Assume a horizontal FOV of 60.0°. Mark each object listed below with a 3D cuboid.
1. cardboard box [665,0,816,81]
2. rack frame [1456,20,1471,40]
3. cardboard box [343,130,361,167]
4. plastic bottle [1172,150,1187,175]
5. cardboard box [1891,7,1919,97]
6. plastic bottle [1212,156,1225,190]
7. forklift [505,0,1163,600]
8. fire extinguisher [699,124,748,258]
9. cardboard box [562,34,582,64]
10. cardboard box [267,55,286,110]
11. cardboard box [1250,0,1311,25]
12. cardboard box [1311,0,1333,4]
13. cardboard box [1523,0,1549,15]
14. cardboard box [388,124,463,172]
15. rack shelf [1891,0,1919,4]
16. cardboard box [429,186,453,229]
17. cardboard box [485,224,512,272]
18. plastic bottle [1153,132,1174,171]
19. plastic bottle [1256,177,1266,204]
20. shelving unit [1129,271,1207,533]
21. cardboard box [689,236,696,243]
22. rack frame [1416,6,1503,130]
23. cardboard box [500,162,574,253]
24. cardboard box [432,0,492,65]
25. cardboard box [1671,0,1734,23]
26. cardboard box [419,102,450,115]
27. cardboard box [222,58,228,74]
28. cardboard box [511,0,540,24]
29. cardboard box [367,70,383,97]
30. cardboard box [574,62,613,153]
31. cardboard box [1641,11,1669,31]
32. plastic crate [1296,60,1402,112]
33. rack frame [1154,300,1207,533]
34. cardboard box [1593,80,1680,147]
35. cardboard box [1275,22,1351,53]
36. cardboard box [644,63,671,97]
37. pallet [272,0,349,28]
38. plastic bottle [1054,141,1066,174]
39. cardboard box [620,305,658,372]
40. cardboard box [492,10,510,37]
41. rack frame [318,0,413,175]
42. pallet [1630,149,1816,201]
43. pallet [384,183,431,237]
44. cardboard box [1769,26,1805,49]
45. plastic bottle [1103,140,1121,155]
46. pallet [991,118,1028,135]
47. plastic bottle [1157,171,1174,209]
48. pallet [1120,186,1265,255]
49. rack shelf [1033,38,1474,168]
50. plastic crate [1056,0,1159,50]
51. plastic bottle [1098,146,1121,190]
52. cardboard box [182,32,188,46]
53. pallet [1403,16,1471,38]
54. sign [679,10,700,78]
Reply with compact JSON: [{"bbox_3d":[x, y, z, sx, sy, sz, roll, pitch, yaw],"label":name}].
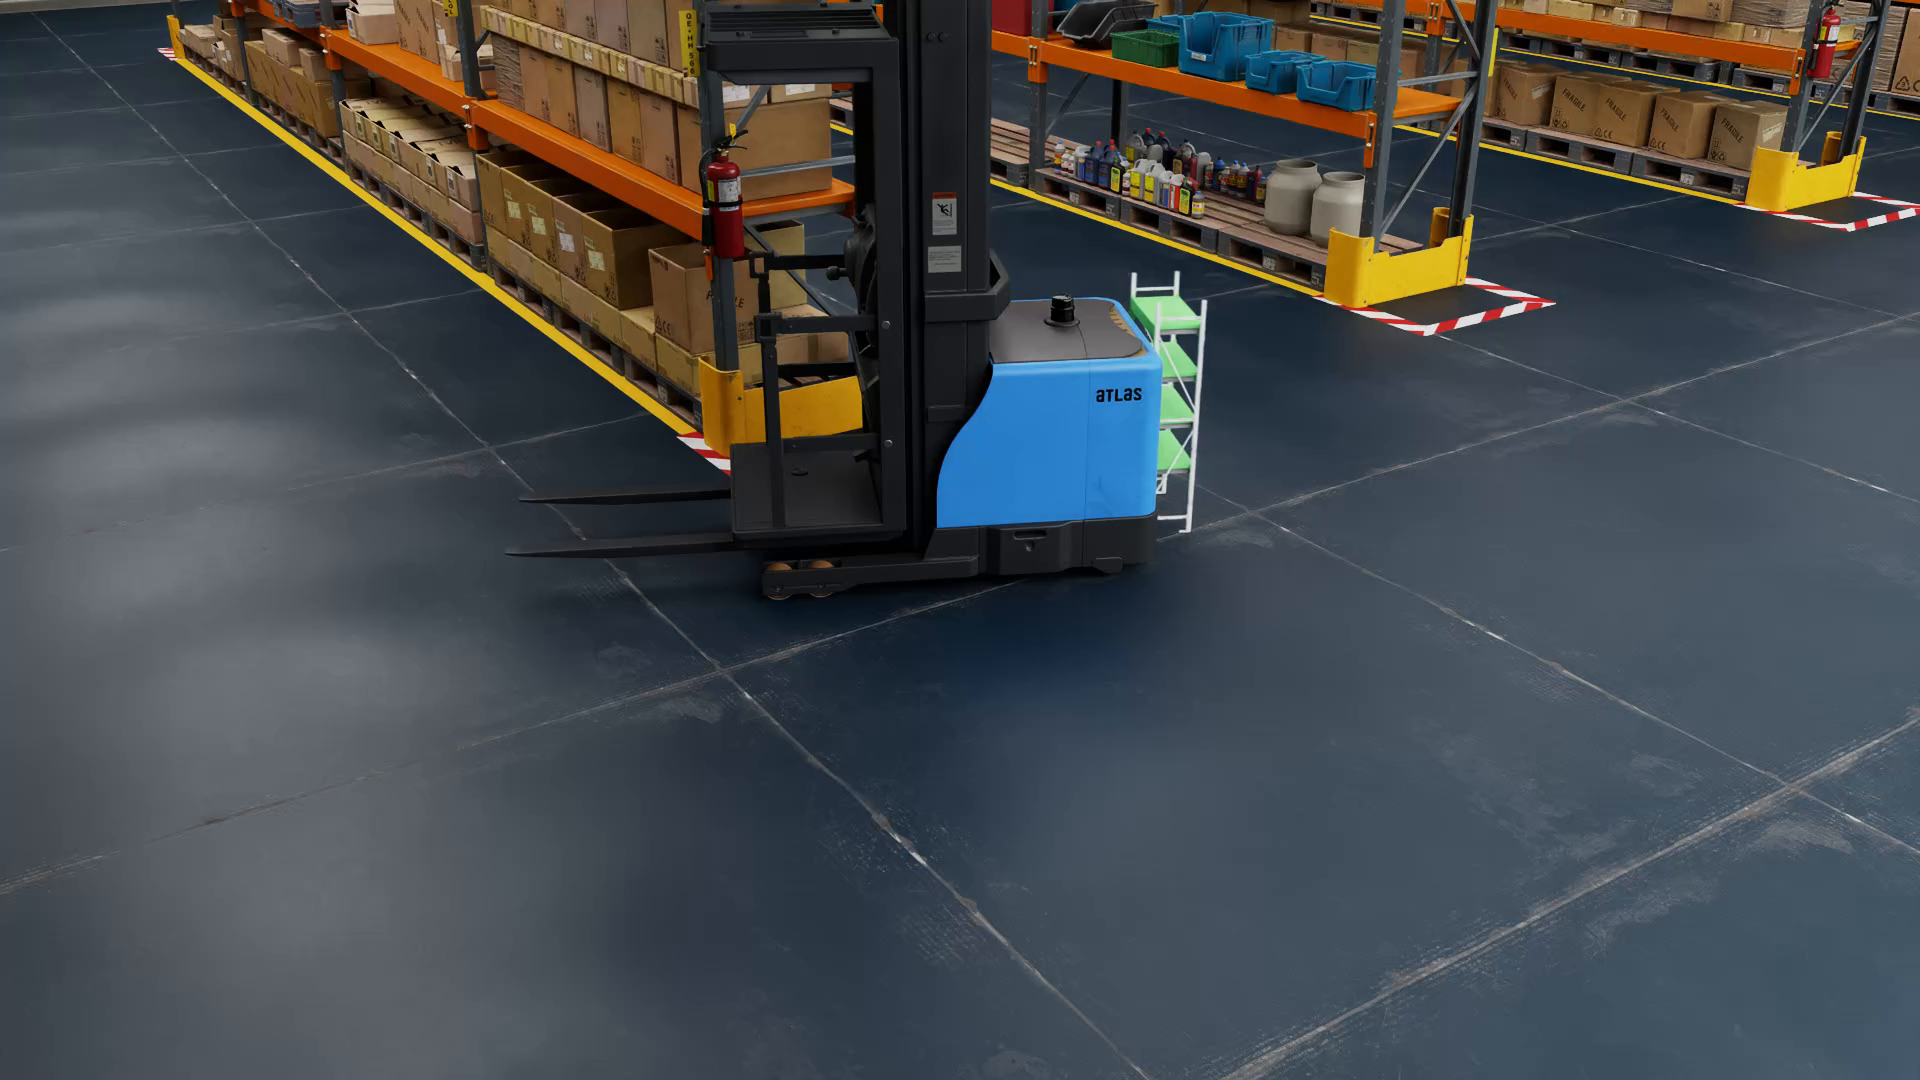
[{"bbox_3d":[-1.177,-2.827,9.087,0.700,0.500,0.500,-15,29,-29],"label":"cardboard box"},{"bbox_3d":[7.241,-8.294,22.306,1.000,3.000,0.127,-16,29,-30],"label":"rack frame"},{"bbox_3d":[-5.232,-3.558,15.002,0.500,0.250,0.500,-16,29,-30],"label":"cardboard box"},{"bbox_3d":[1.867,-3.180,14.138,0.061,0.283,0.133,-16,29,-30],"label":"plastic bottle"},{"bbox_3d":[10.701,-5.203,17.755,0.875,0.875,0.875,-16,30,-30],"label":"cardboard box"},{"bbox_3d":[2.167,-3.076,13.933,0.097,0.271,0.097,0,25,0],"label":"plastic bottle"},{"bbox_3d":[-0.625,-1.289,7.547,3.031,2.935,1.130,-3,25,-7],"label":"forklift"},{"bbox_3d":[-1.229,-1.820,8.683,0.296,0.674,0.183,-16,29,-30],"label":"fire extinguisher"},{"bbox_3d":[-2.255,-3.081,10.385,0.380,0.149,0.250,-16,30,-30],"label":"cardboard box"},{"bbox_3d":[-6.828,-4.768,17.249,0.500,0.500,0.500,-15,29,-29],"label":"cardboard box"},{"bbox_3d":[3.719,-6.162,19.324,0.500,0.250,0.500,-12,28,-24],"label":"cardboard box"},{"bbox_3d":[5.529,-8.270,24.690,0.500,0.500,0.500,-14,29,-27],"label":"cardboard box"},{"bbox_3d":[5.611,-5.122,15.880,0.380,0.149,0.250,-16,29,-30],"label":"cardboard box"},{"bbox_3d":[-4.380,-3.259,13.712,0.500,0.311,0.500,-16,30,-30],"label":"cardboard box"},{"bbox_3d":[10.517,-5.823,17.914,1.077,0.370,4.000,-16,29,-30],"label":"rack shelf"},{"bbox_3d":[-3.832,-2.645,13.068,0.500,0.250,0.500,-16,30,-30],"label":"cardboard box"},{"bbox_3d":[-3.089,-2.146,12.012,0.500,0.250,0.500,-16,29,-30],"label":"cardboard box"},{"bbox_3d":[1.762,-3.359,14.439,0.144,0.351,0.185,-17,30,-32],"label":"plastic bottle"},{"bbox_3d":[2.463,-2.851,13.537,0.097,0.201,0.097,0,25,0],"label":"plastic bottle"},{"bbox_3d":[1.003,-0.681,8.286,0.258,1.200,0.503,-3,25,-8],"label":"shelving unit"},{"bbox_3d":[-1.569,-1.889,10.589,0.500,0.500,0.500,-16,29,-30],"label":"cardboard box"},{"bbox_3d":[5.214,-5.744,16.903,1.000,3.000,0.127,-16,29,-30],"label":"rack frame"},{"bbox_3d":[-2.818,-2.306,11.472,0.500,0.500,0.500,-16,29,-30],"label":"cardboard box"},{"bbox_3d":[-3.781,-3.949,12.984,0.500,0.500,0.500,-13,28,-26],"label":"cardboard box"},{"bbox_3d":[6.747,-4.847,14.538,0.875,0.500,0.500,-16,29,-30],"label":"cardboard box"},{"bbox_3d":[-4.490,-3.753,14.758,0.500,0.311,0.500,-16,30,-30],"label":"cardboard box"},{"bbox_3d":[-8.259,-5.466,19.138,0.380,0.149,0.250,-16,29,-30],"label":"cardboard box"},{"bbox_3d":[-2.564,-3.731,11.002,0.700,0.500,0.500,-16,29,-30],"label":"cardboard box"},{"bbox_3d":[-5.571,-4.351,16.366,0.500,0.500,0.500,-17,30,-31],"label":"cardboard box"},{"bbox_3d":[-1.996,-2.774,10.495,0.700,0.500,0.500,-15,29,-28],"label":"cardboard box"},{"bbox_3d":[6.373,-4.697,14.979,0.380,0.149,0.250,-16,29,-30],"label":"cardboard box"},{"bbox_3d":[2.724,-3.201,11.691,0.499,0.251,0.616,-16,29,-30],"label":"plastic crate"},{"bbox_3d":[1.038,-0.578,8.068,0.240,1.200,0.015,-3,25,-8],"label":"rack frame"},{"bbox_3d":[6.390,-4.034,15.718,0.500,0.500,0.500,-13,28,-25],"label":"cardboard box"},{"bbox_3d":[4.042,-5.611,19.036,0.700,0.500,0.500,-13,28,-25],"label":"cardboard box"},{"bbox_3d":[-1.556,-2.621,9.412,0.380,0.149,0.250,-16,30,-30],"label":"cardboard box"},{"bbox_3d":[-5.700,-5.007,15.566,1.213,0.211,1.003,-16,29,-30],"label":"pallet"},{"bbox_3d":[0.871,-3.339,14.489,0.097,0.271,0.097,0,25,0],"label":"plastic bottle"},{"bbox_3d":[-1.728,-1.251,10.116,0.500,0.250,0.500,-16,29,-30],"label":"cardboard box"},{"bbox_3d":[-2.966,-3.544,11.367,0.380,0.149,0.250,-15,29,-29],"label":"cardboard box"},{"bbox_3d":[-5.272,-4.867,15.047,1.000,3.000,0.127,-16,29,-30],"label":"rack frame"},{"bbox_3d":[6.942,-3.378,15.159,1.003,0.211,1.213,-16,29,-30],"label":"pallet"},{"bbox_3d":[-4.193,-2.867,14.075,1.003,0.211,1.213,-16,29,-30],"label":"pallet"},{"bbox_3d":[7.069,-4.253,14.040,0.380,0.149,0.250,-16,29,-30],"label":"cardboard box"},{"bbox_3d":[1.278,-3.239,14.185,0.144,0.351,0.185,-16,29,-30],"label":"plastic bottle"},{"bbox_3d":[-0.067,-4.037,16.555,1.003,0.211,1.213,-16,29,-30],"label":"pallet"},{"bbox_3d":[1.688,-2.827,13.400,0.152,0.276,0.135,-16,30,-31],"label":"plastic bottle"},{"bbox_3d":[2.066,-2.642,13.599,1.003,0.211,1.213,-16,29,-30],"label":"pallet"},{"bbox_3d":[2.156,-3.549,13.097,1.077,0.370,4.000,-16,29,-30],"label":"rack shelf"},{"bbox_3d":[1.243,-4.345,14.012,0.767,0.338,0.504,-16,29,-30],"label":"plastic crate"},{"bbox_3d":[1.260,-3.138,13.970,0.144,0.351,0.185,-17,30,-32],"label":"plastic bottle"},{"bbox_3d":[-9.562,-6.327,20.943,0.380,0.166,0.250,-16,29,-30],"label":"cardboard box"},{"bbox_3d":[6.816,-7.313,23.494,1.003,0.211,1.213,-16,29,-30],"label":"pallet"},{"bbox_3d":[-1.367,-2.515,8.430,0.100,0.325,0.005,-16,29,-30],"label":"sign"}]
